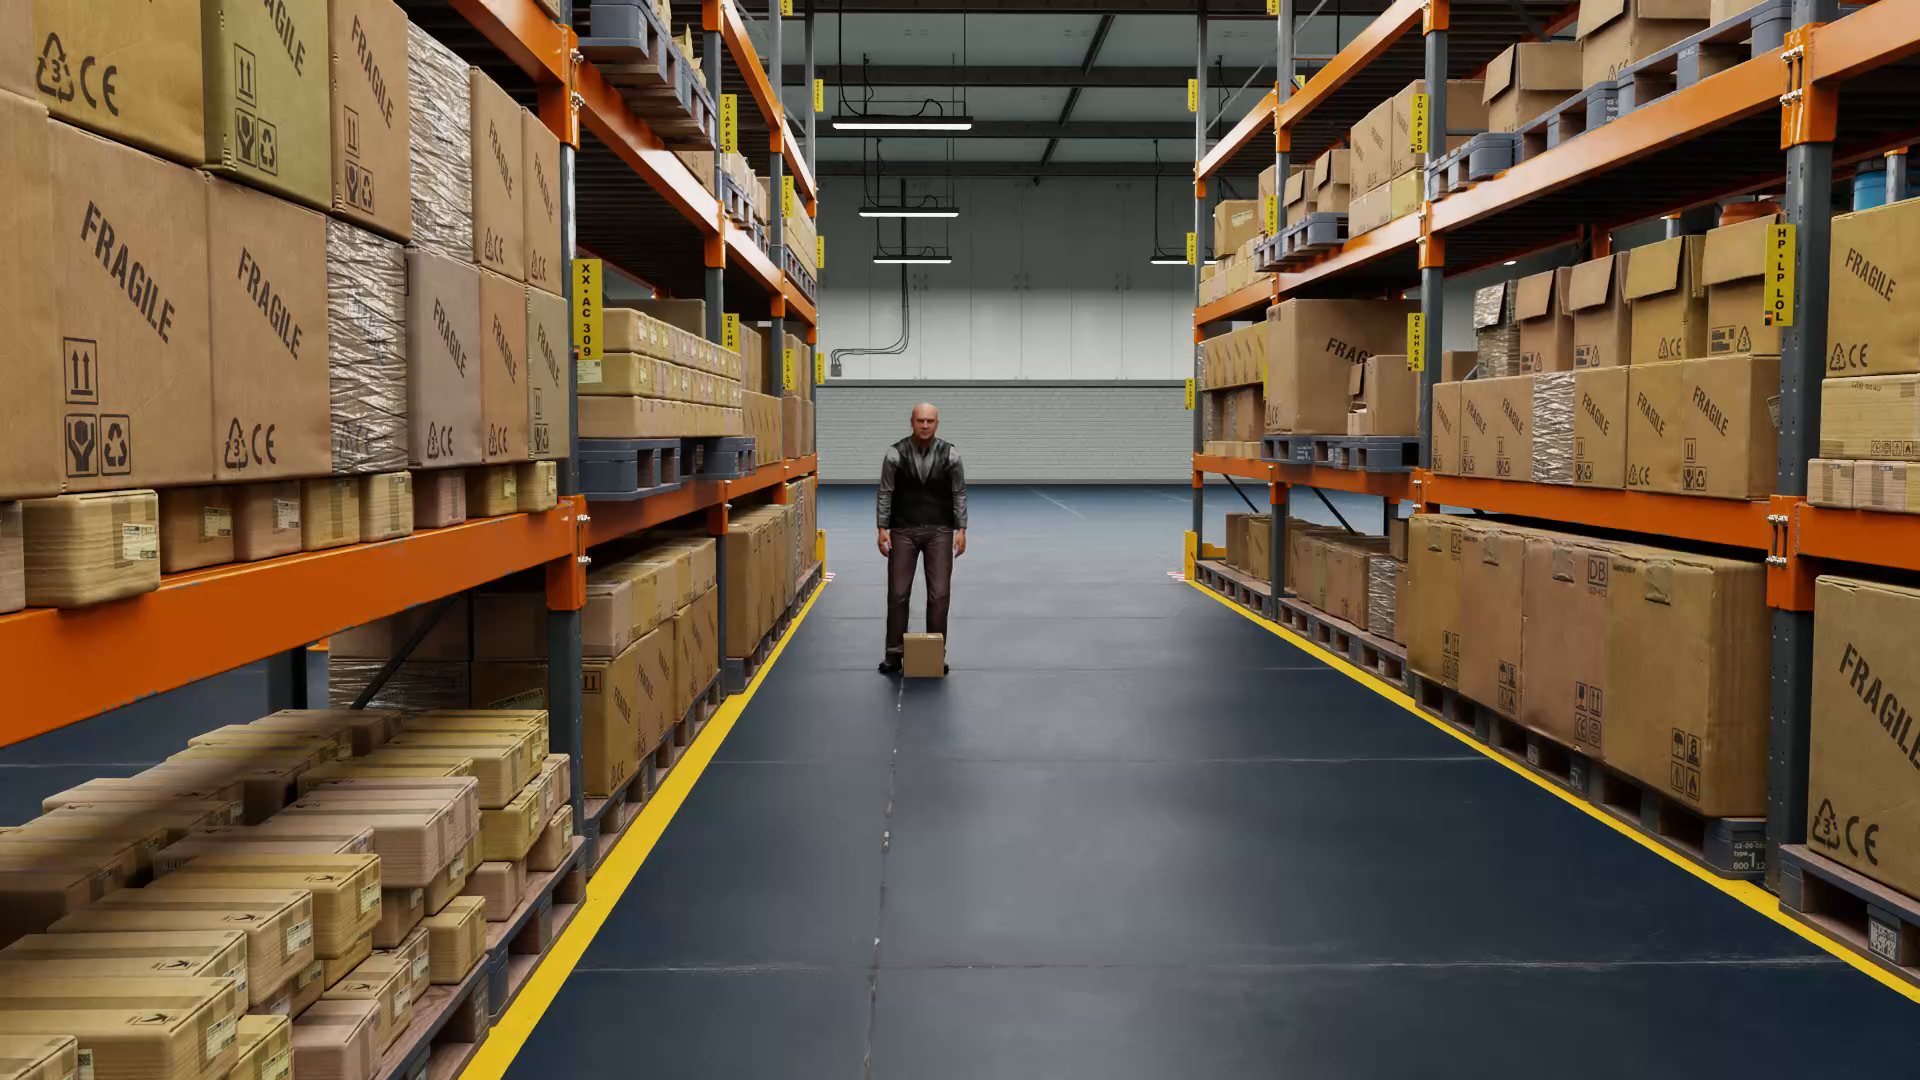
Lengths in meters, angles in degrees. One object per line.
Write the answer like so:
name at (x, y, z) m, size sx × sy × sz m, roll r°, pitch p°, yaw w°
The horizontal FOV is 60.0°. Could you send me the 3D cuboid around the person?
person at (-0.245, -0.021, 10.732) m, size 0.587 × 1.721 × 0.462 m, roll 0°, pitch 4°, yaw -3°
